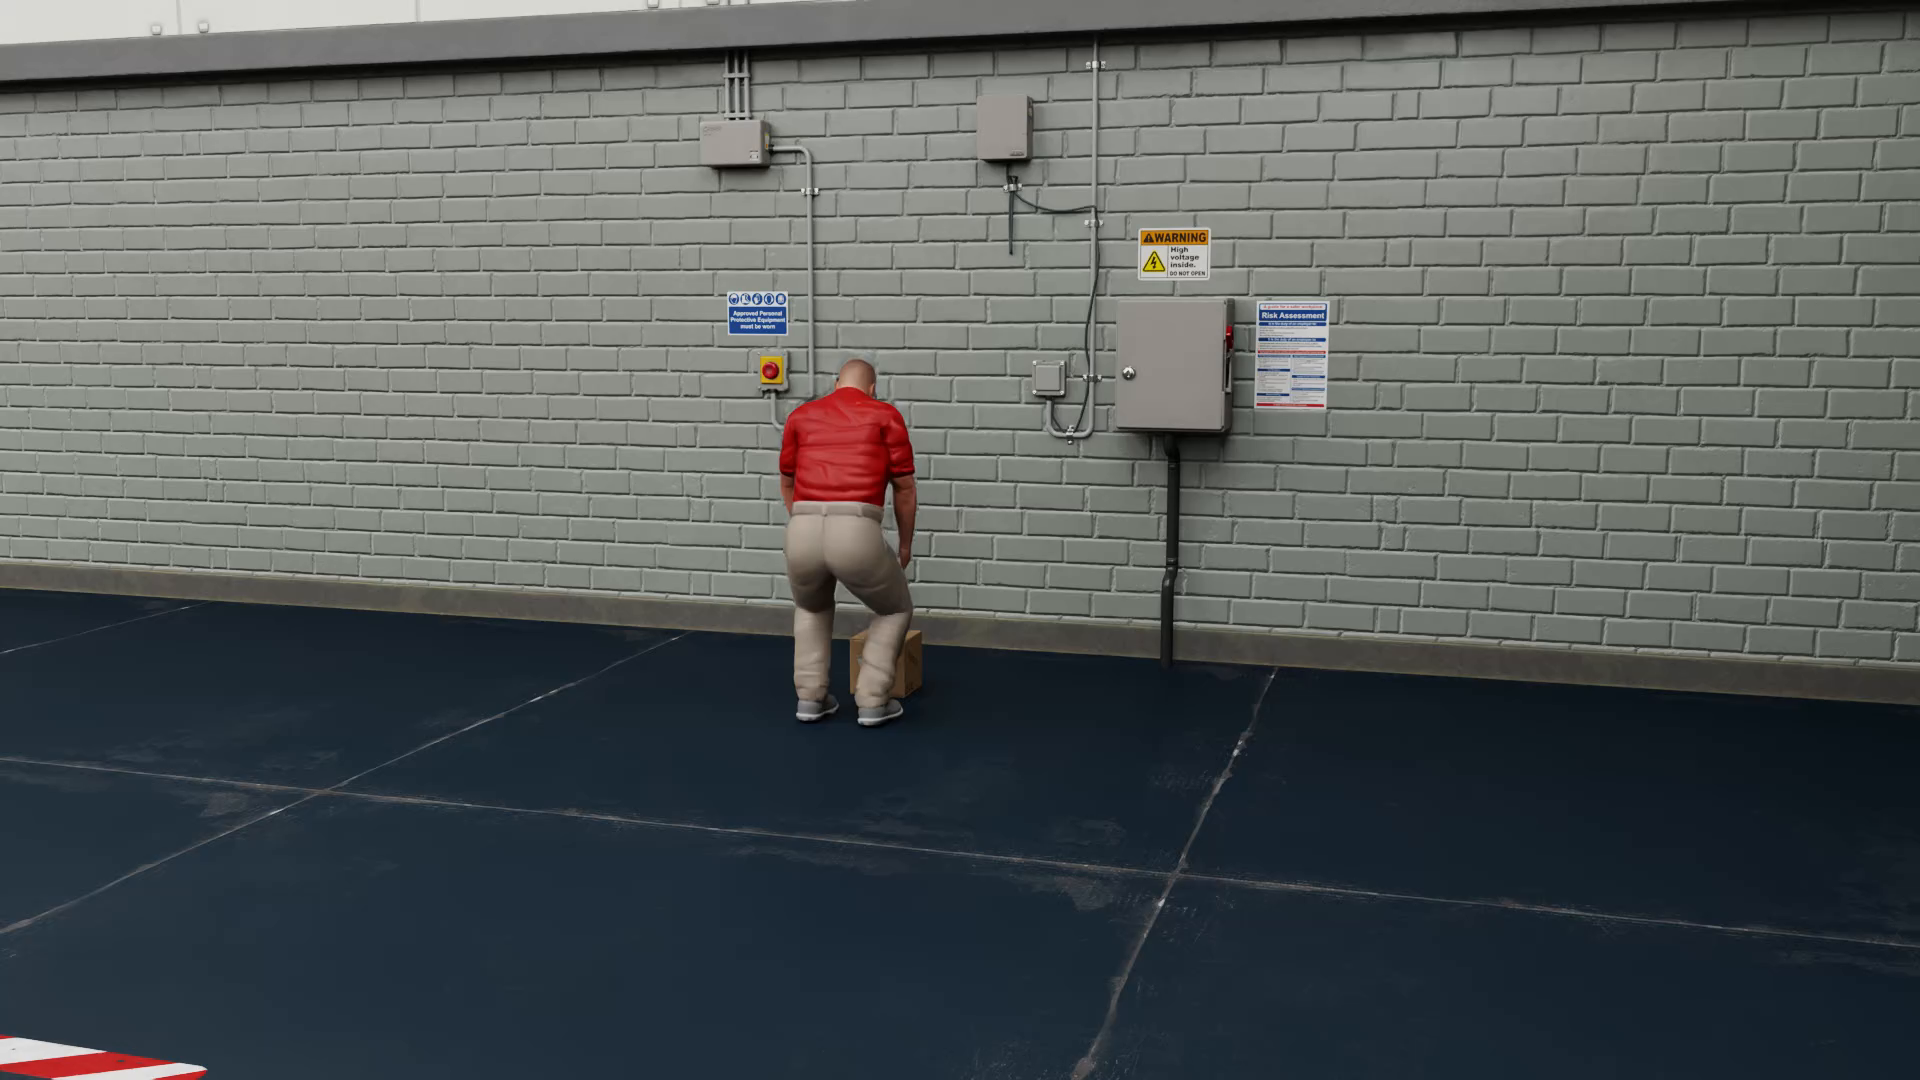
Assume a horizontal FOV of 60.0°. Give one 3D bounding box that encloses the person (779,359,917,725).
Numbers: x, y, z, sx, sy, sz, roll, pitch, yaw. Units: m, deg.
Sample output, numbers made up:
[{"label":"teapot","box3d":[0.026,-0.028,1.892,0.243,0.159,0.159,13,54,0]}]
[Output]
[{"label":"person","box3d":[-0.488,0.005,6.804,0.588,1.466,0.666,2,9,16]}]
